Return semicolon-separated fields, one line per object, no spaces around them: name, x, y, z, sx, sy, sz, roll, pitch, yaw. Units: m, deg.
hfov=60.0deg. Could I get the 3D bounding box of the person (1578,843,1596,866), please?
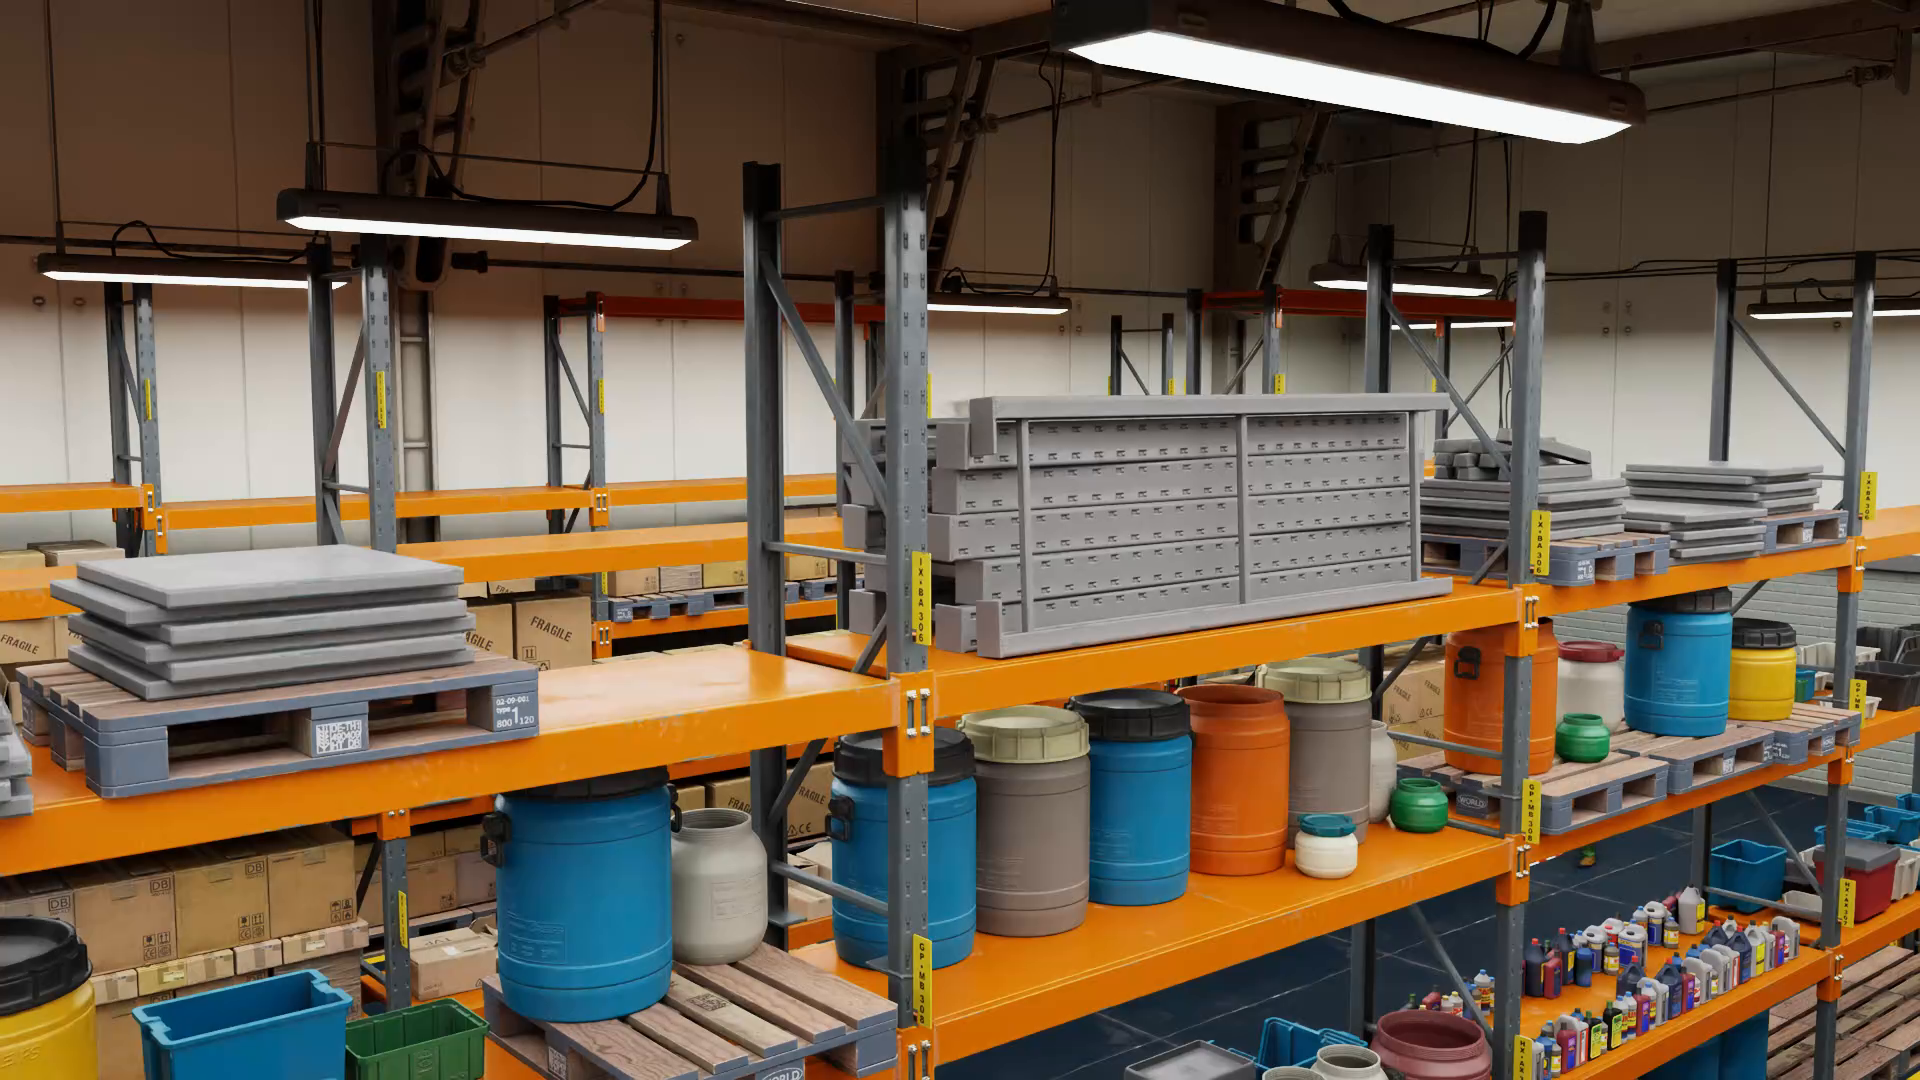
person;6.800;2.600;17.863;0.676;1.741;0.788;3;6;30
